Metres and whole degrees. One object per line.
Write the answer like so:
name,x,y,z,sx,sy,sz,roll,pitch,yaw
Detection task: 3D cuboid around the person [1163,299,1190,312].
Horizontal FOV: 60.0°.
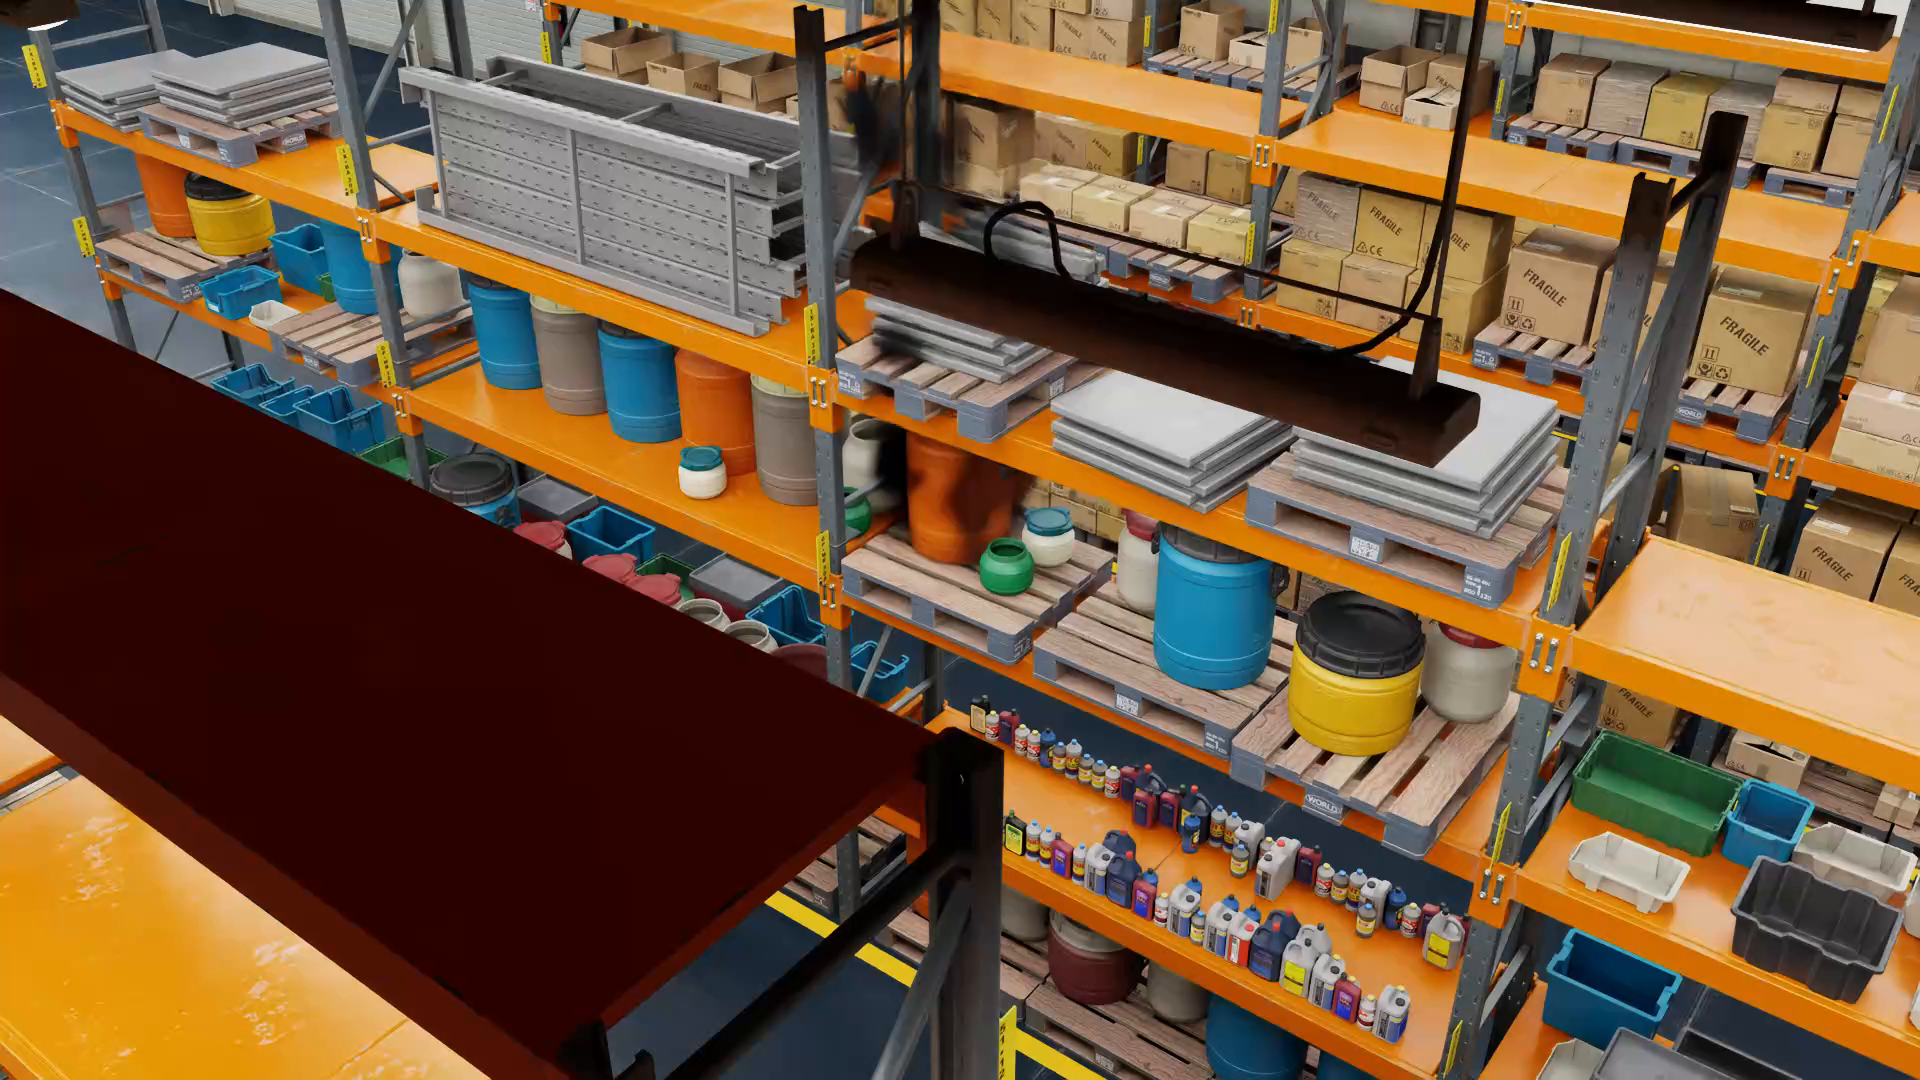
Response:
person,2.032,-1.744,16.519,0.581,1.674,0.659,17,35,26
